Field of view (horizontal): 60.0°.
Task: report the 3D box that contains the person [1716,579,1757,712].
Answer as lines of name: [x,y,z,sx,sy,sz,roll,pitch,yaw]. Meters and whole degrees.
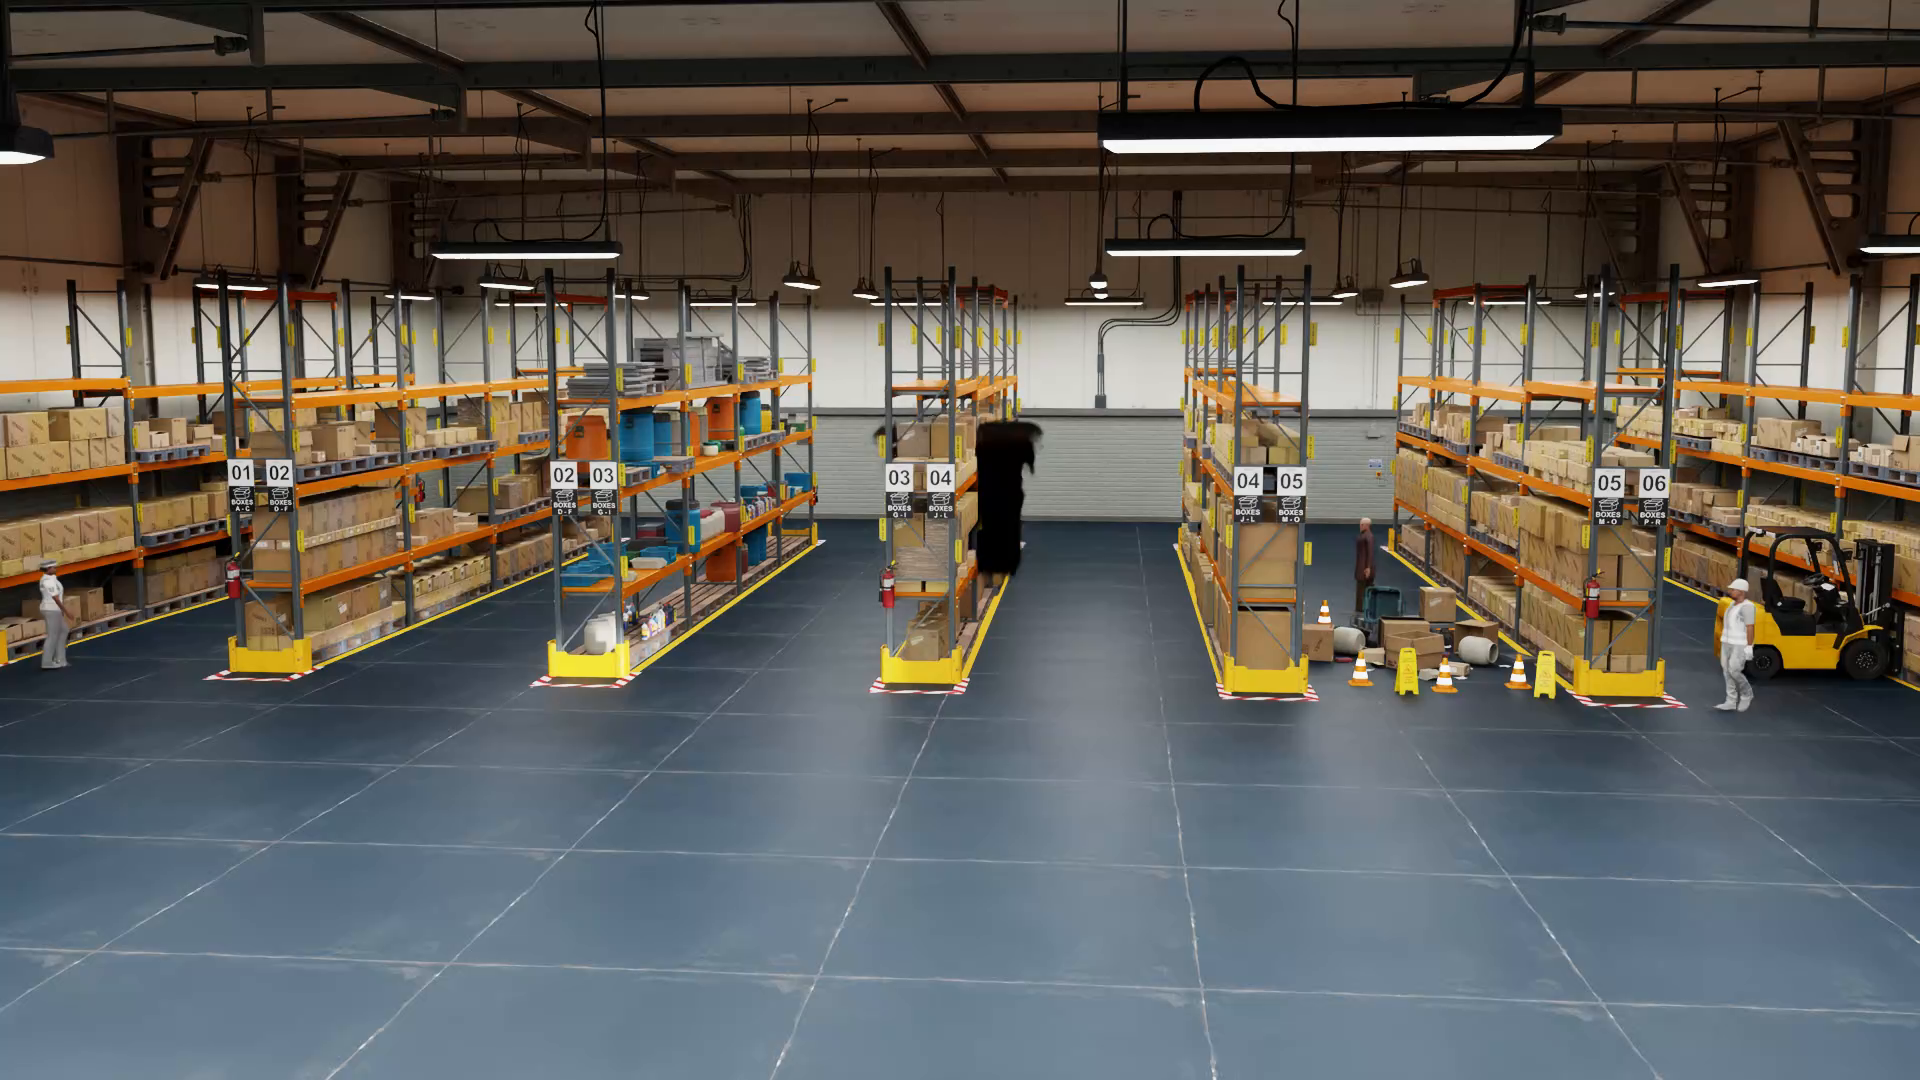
person: [10.394,1.411,22.248,0.465,1.792,0.567,-3,8,-22]

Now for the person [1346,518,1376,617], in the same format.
person: [7.308,0.482,30.024,0.523,1.780,0.595,4,8,29]

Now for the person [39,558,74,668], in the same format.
person: [-13.760,1.131,25.253,0.560,1.726,0.488,7,10,43]
